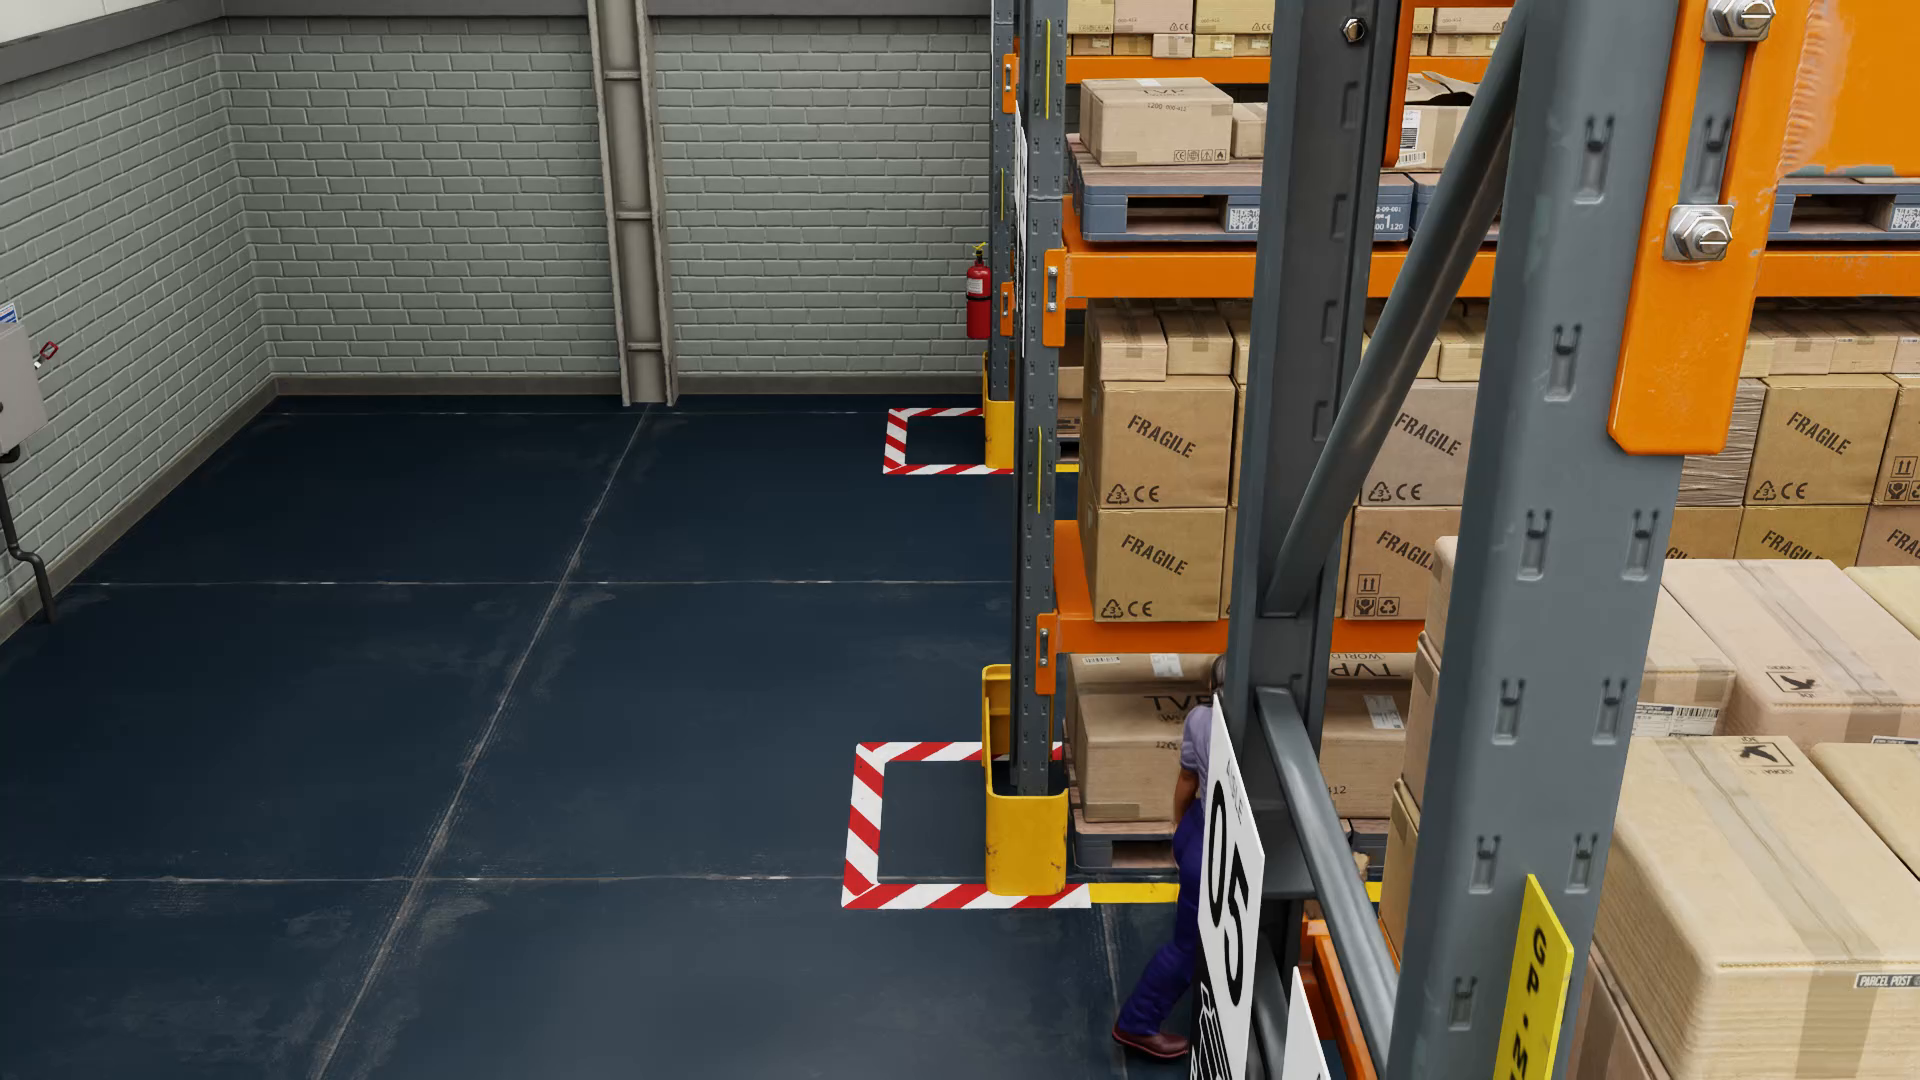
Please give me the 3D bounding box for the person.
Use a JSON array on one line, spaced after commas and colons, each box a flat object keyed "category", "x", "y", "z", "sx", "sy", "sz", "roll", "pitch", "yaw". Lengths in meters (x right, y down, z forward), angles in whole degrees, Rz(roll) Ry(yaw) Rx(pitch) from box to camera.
[{"category": "person", "x": 1.034, "y": 1.147, "z": 6.083, "sx": 0.942, "sy": 1.588, "sz": 0.528, "roll": -3, "pitch": 24, "yaw": -6}]
